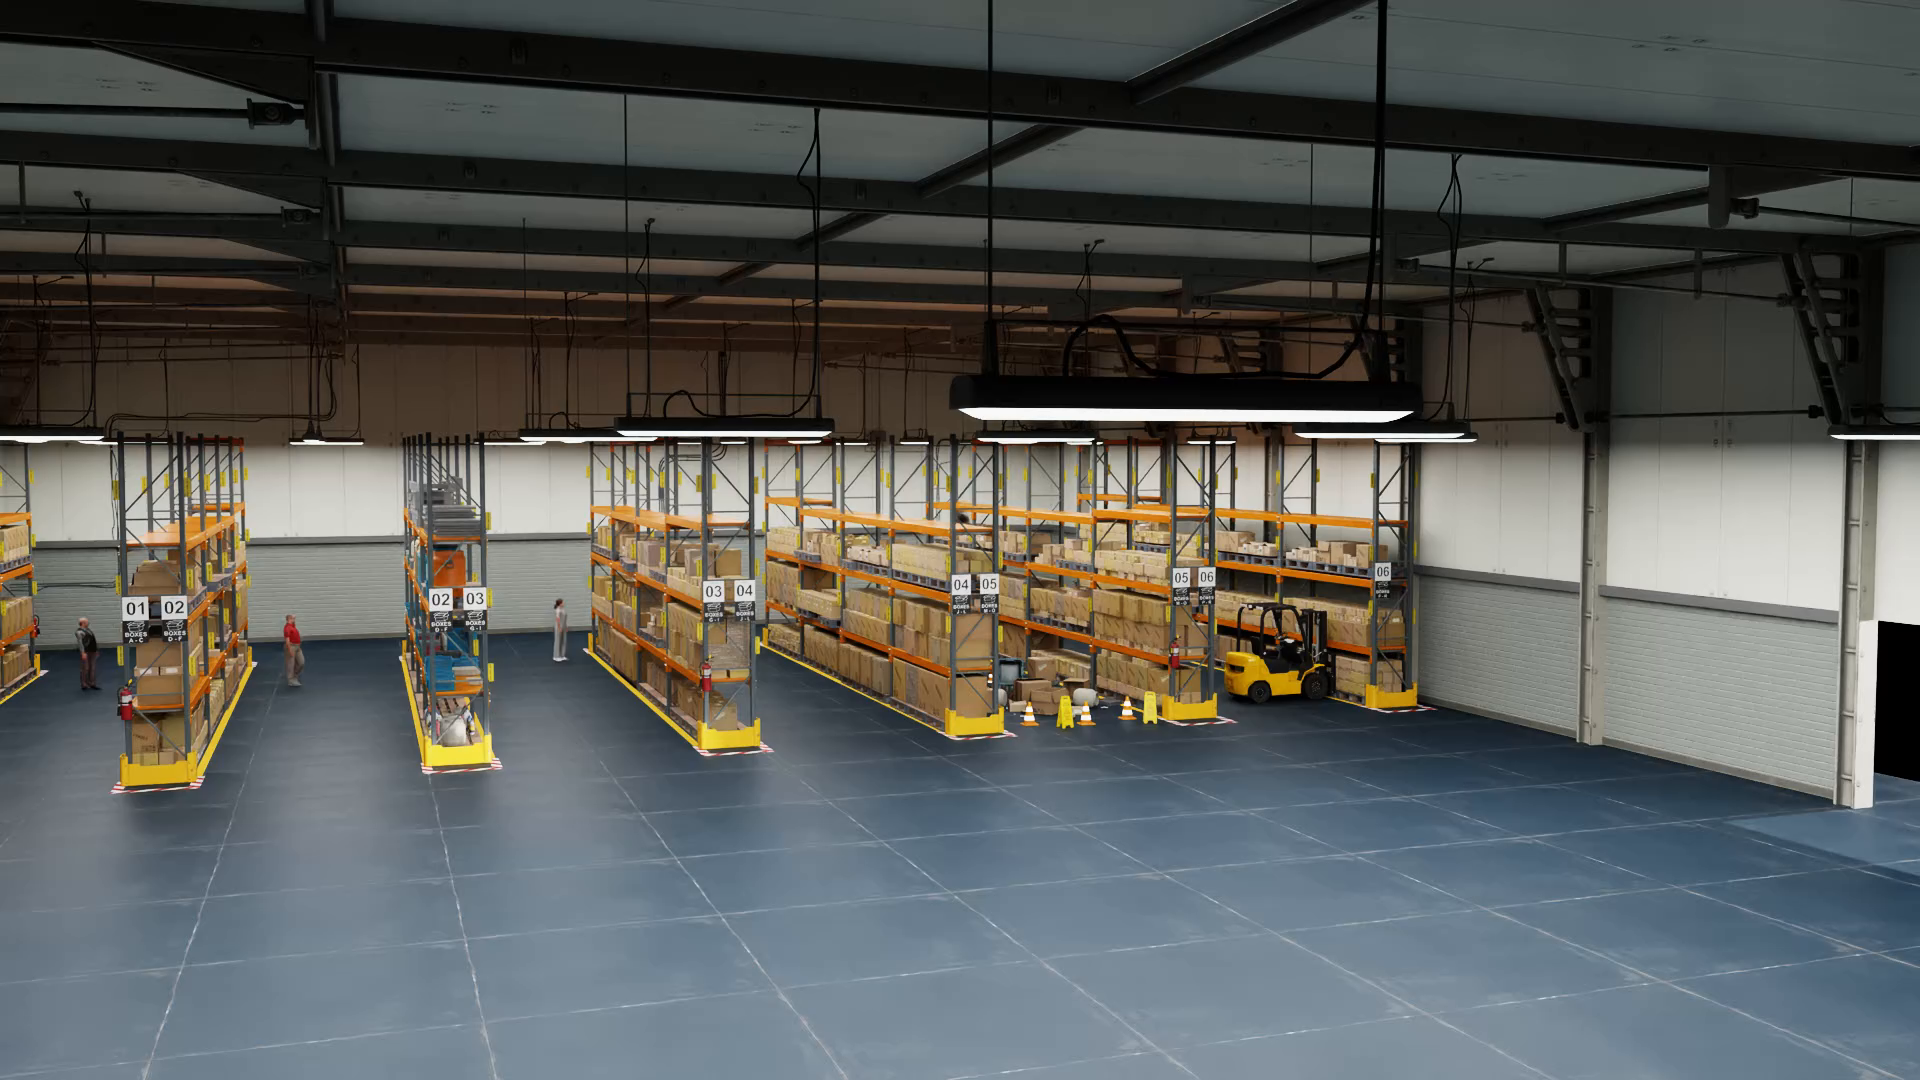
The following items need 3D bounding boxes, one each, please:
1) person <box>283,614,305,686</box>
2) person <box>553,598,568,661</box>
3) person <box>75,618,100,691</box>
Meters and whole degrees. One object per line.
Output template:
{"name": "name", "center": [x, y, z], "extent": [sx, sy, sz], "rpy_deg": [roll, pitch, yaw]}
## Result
{"name": "person", "center": [-16.090, 2.656, 40.114], "extent": [0.450, 1.745, 0.589], "rpy_deg": [1, 3, 11]}
{"name": "person", "center": [-10.752, 2.405, 44.778], "extent": [0.340, 1.682, 0.493], "rpy_deg": [1, 3, 14]}
{"name": "person", "center": [-20.634, 2.708, 39.369], "extent": [0.492, 1.752, 0.569], "rpy_deg": [1, 3, 11]}
